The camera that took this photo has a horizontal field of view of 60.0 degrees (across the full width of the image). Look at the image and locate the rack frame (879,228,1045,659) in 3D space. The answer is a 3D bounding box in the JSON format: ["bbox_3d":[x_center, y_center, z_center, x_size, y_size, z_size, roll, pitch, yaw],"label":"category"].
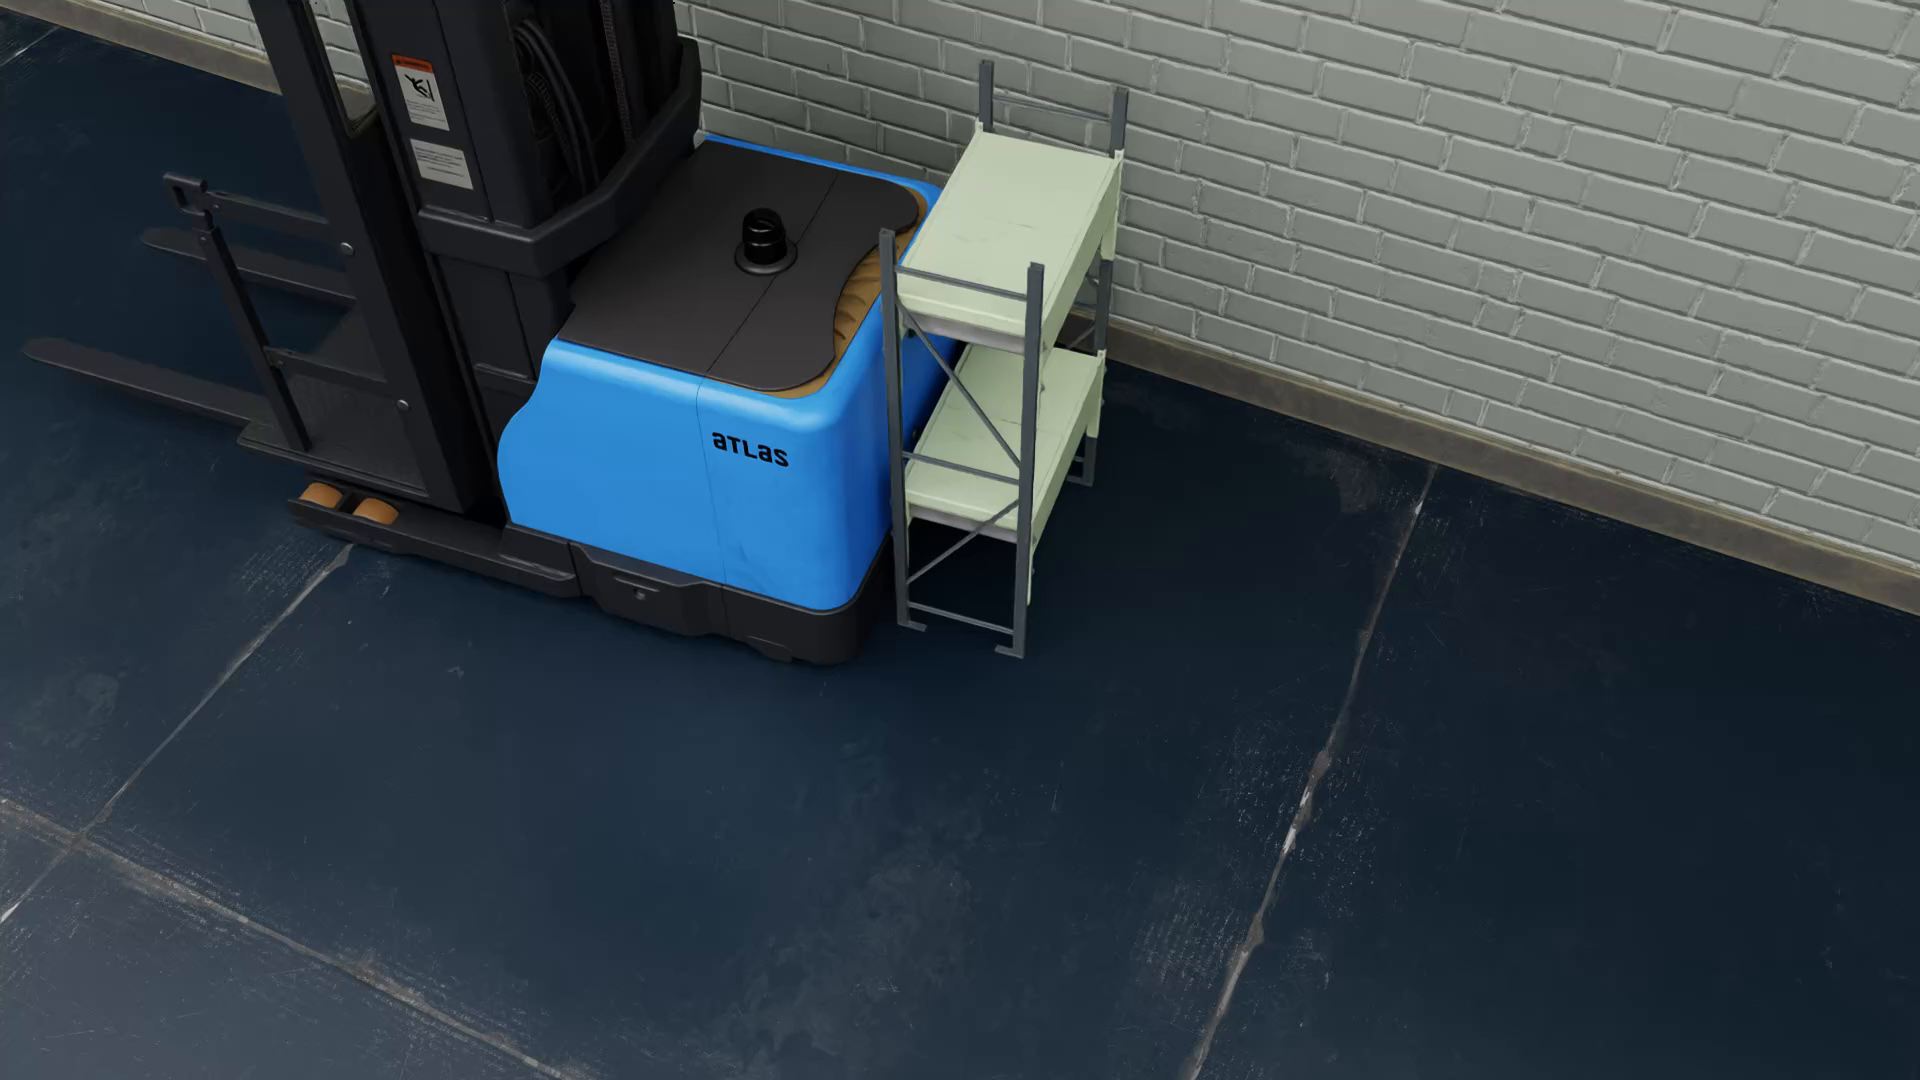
[{"bbox_3d":[0.002,-0.189,4.426,0.400,1.500,0.023,15,51,12],"label":"rack frame"}]

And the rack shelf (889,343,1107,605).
[{"bbox_3d":[0.122,-0.241,4.898,0.431,0.370,0.720,15,51,12],"label":"rack shelf"}]

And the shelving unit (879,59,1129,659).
[{"bbox_3d":[0.122,-0.452,4.650,0.431,1.500,0.755,15,51,12],"label":"shelving unit"}]

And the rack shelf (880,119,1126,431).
[{"bbox_3d":[0.122,-0.705,4.353,0.431,0.370,0.720,15,51,12],"label":"rack shelf"}]

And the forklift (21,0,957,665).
[{"bbox_3d":[-1.569,-1.282,4.417,3.031,2.935,1.130,15,51,13],"label":"forklift"}]

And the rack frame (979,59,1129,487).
[{"bbox_3d":[0.242,-0.715,4.874,0.400,1.500,0.023,15,51,12],"label":"rack frame"}]
